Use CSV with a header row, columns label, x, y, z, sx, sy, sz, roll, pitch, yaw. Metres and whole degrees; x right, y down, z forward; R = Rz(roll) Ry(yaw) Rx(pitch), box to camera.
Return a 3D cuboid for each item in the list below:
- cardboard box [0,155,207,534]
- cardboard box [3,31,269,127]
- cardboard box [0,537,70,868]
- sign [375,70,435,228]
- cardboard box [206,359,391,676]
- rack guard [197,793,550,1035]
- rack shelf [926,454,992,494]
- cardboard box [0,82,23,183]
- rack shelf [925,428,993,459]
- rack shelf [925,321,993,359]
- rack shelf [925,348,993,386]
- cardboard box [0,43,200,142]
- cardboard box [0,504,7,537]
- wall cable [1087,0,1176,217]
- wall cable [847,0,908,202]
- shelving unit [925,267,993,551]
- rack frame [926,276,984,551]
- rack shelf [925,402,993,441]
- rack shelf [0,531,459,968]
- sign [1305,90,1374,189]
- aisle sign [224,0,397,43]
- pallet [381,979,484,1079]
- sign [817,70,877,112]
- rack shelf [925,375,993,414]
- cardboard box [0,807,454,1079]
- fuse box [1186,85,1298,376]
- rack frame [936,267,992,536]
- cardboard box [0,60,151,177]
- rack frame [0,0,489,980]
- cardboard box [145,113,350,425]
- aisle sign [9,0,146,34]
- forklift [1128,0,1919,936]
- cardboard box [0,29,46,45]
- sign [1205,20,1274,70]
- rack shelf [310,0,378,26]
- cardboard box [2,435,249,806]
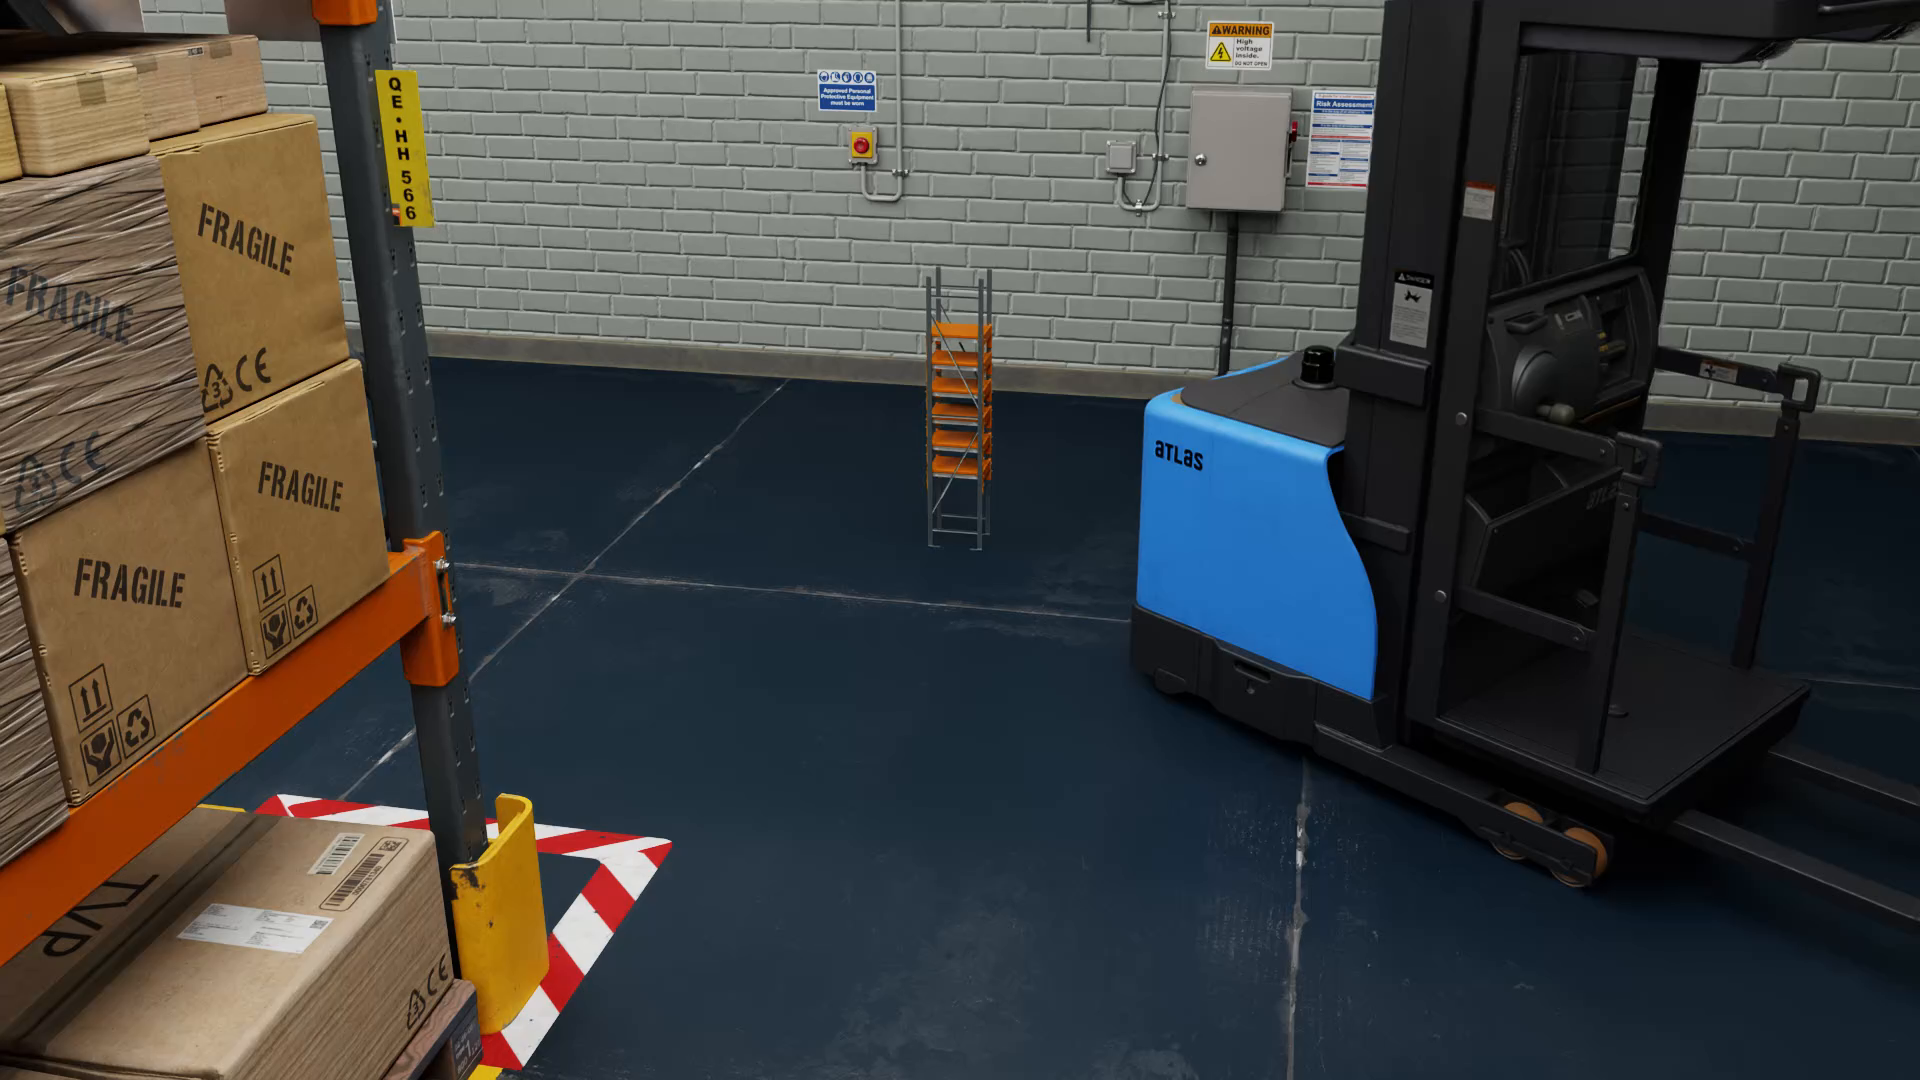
label,x,y,z,sx,sy,sz,roll,pitch,yaw
cardboard box,-1.650,-0.349,2.732,0.500,0.500,0.500,5,22,11
cardboard box,-1.584,-0.891,3.210,0.380,0.149,0.250,5,22,12
cardboard box,-1.759,0.295,2.472,0.500,0.500,0.500,5,22,12
sign,-1.179,-0.827,3.524,0.100,0.325,0.005,4,22,11
cardboard box,-1.547,-0.076,3.393,0.500,0.500,0.500,5,22,11
rack guard,-1.702,0.924,4.389,1.175,0.500,0.348,4,22,11
rack shelf,-0.003,-0.287,7.223,0.258,0.103,0.180,4,22,11
cardboard box,-1.675,-0.606,2.503,0.380,0.149,0.250,5,22,12
rack shelf,-0.003,-0.399,7.178,0.258,0.103,0.180,4,22,11
rack shelf,-0.003,-0.844,6.998,0.258,0.103,0.180,4,22,11
rack shelf,-0.003,-0.733,7.043,0.258,0.103,0.180,4,22,11
cardboard box,-1.613,-0.796,2.975,0.380,0.149,0.250,5,22,12
cardboard box,-1.755,-0.168,2.283,0.500,0.500,0.500,4,22,11
wall cable,0.811,-2.658,8.577,0.588,1.984,0.122,4,22,11
wall cable,-0.580,-2.776,8.829,0.585,1.953,0.123,4,22,11
shelving unit,-0.003,-0.551,7.116,0.258,1.200,0.189,4,22,11
rack frame,-0.022,-0.518,7.033,0.240,1.200,0.006,4,22,11
rack shelf,-0.003,-0.510,7.133,0.258,0.103,0.180,4,22,11
rack shelf,-2.115,0.839,2.218,1.077,0.370,4.000,4,22,11
sign,1.973,-2.071,8.607,0.329,0.494,0.001,4,22,11
aisle sign,-1.389,-1.435,3.421,0.394,0.787,0.004,4,22,11
pallet,-1.794,1.366,3.680,1.003,0.211,1.213,4,22,11
sign,-0.614,-2.442,9.039,0.327,0.218,0.001,4,22,11
rack shelf,-0.003,-0.621,7.088,0.258,0.103,0.180,4,22,11
cardboard box,-1.744,1.016,3.682,0.875,0.438,0.875,4,22,9
fuse box,1.447,-1.479,8.736,0.539,1.711,0.414,4,22,11
rack frame,0.016,-0.585,7.199,0.240,1.200,0.006,4,22,11
cardboard box,-1.583,-0.695,2.724,0.380,0.149,0.250,4,22,10
rack frame,-1.707,-0.226,3.900,1.000,3.000,0.127,4,22,11
cardboard box,-1.573,-0.542,3.212,0.500,0.500,0.500,5,23,13
aisle sign,-1.976,-1.481,3.535,0.394,0.787,0.004,4,22,11
forklift,1.974,-0.567,4.839,1.130,2.935,3.031,-19,29,-39
cardboard box,-2.051,-0.929,3.304,0.380,0.149,0.250,5,22,12
sign,1.435,-2.540,8.539,0.339,0.242,0.001,4,22,11
rack shelf,-2.115,-0.553,1.658,1.077,0.370,4.000,4,22,11
cardboard box,-1.664,0.106,2.940,0.500,0.500,0.500,4,22,10
